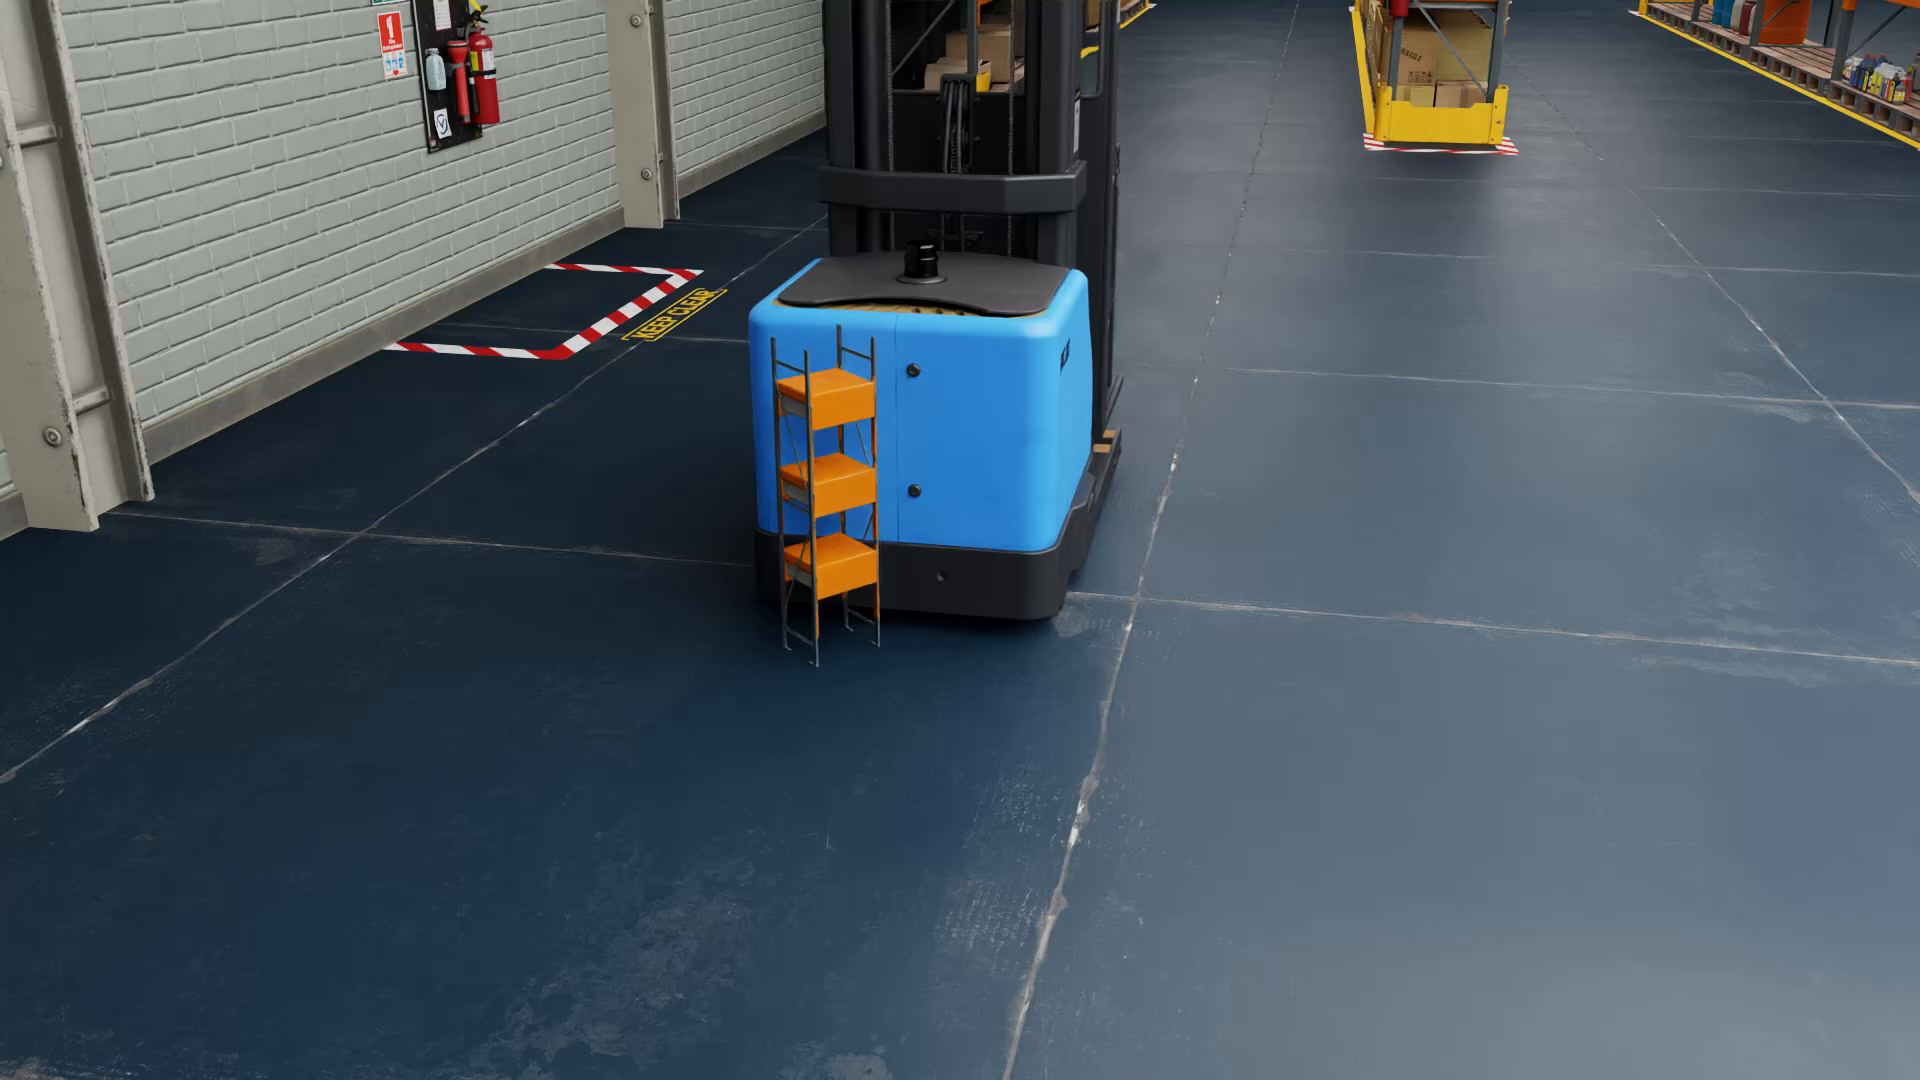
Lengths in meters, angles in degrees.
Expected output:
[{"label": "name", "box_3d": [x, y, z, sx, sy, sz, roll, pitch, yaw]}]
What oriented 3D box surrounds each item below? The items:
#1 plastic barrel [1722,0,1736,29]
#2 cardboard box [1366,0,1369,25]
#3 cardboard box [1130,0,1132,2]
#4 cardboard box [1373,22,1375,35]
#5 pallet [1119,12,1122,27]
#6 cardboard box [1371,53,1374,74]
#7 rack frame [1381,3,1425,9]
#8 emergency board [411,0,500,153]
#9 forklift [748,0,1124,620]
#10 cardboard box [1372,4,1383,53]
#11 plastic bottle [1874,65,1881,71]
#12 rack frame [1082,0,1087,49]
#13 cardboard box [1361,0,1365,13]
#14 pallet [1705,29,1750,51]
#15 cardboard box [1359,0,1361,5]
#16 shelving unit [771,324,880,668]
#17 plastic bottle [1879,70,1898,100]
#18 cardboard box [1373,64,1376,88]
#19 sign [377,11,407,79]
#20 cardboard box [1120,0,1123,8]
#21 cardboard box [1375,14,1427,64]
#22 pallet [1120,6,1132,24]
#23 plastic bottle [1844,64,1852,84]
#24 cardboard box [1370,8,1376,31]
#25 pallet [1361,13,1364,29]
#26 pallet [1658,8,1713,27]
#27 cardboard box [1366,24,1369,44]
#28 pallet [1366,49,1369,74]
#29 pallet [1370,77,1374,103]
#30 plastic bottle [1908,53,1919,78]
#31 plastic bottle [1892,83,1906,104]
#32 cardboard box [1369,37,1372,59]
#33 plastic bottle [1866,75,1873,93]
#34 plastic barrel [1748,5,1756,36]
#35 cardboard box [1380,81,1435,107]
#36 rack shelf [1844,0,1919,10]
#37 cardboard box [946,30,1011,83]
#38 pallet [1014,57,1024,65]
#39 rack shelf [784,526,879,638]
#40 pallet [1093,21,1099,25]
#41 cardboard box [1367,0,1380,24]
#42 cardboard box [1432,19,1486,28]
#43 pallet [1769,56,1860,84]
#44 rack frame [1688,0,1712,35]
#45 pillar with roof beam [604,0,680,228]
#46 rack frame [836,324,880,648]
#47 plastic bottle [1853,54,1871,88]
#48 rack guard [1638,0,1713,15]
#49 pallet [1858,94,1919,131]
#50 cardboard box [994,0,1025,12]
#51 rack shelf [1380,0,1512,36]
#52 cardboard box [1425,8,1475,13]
[{"label": "plastic barrel", "box_3d": [11.554, -7.972, 24.380, 0.600, 0.901, 0.708, 4, 22, 11]}, {"label": "cardboard box", "box_3d": [6.330, -7.909, 24.734, 0.500, 0.500, 0.500, 4, 22, 9]}, {"label": "cardboard box", "box_3d": [2.695, -9.830, 29.530, 0.700, 0.500, 0.500, 4, 22, 9]}, {"label": "cardboard box", "box_3d": [5.148, -6.010, 19.629, 0.500, 0.311, 0.500, 4, 22, 11]}, {"label": "pallet", "box_3d": [2.044, -8.381, 26.881, 1.003, 0.211, 1.213, 4, 22, 11]}, {"label": "cardboard box", "box_3d": [4.954, -5.433, 18.948, 0.500, 0.250, 0.500, 4, 22, 11]}, {"label": "rack frame", "box_3d": [5.346, -6.660, 18.876, 1.000, 3.000, 0.127, 4, 22, 11]}, {"label": "emergency board", "box_3d": [-2.791, -2.801, 9.292, 0.194, 1.169, 0.643, 4, 22, 11]}, {"label": "forklift", "box_3d": [0.084, -1.613, 6.435, 1.130, 2.935, 3.031, 4, 22, 10]}, {"label": "cardboard box", "box_3d": [4.944, -5.782, 18.809, 0.500, 0.500, 0.500, 4, 22, 11]}, {"label": "plastic bottle", "box_3d": [9.591, -4.831, 17.396, 0.097, 0.271, 0.097, 0, 22, 0]}, {"label": "rack frame", "box_3d": [1.312, -8.500, 23.443, 1.000, 3.000, 0.127, 4, 22, 11]}, {"label": "cardboard box", "box_3d": [6.817, -8.861, 27.097, 0.500, 0.500, 0.500, 4, 22, 11]}, {"label": "pallet", "box_3d": [11.381, -7.187, 23.917, 1.003, 0.211, 1.213, 4, 22, 11]}, {"label": "cardboard box", "box_3d": [7.202, -9.435, 28.856, 0.500, 0.250, 0.500, 4, 22, 11]}, {"label": "shelving unit", "box_3d": [-0.421, -0.133, 5.276, 0.252, 1.050, 0.215, -17, 28, -35]}, {"label": "plastic bottle", "box_3d": [9.430, -4.605, 16.830, 0.152, 0.276, 0.135, 4, 22, 9]}, {"label": "cardboard box", "box_3d": [4.644, -4.885, 17.586, 0.500, 0.250, 0.500, 4, 22, 11]}, {"label": "sign", "box_3d": [-3.004, -2.623, 8.803, 0.001, 0.329, 0.234, 4, 22, 11]}, {"label": "cardboard box", "box_3d": [2.381, -9.263, 28.123, 0.700, 0.500, 0.500, 5, 22, 12]}, {"label": "cardboard box", "box_3d": [4.641, -5.233, 17.447, 0.500, 0.500, 0.500, 4, 22, 11]}, {"label": "pallet", "box_3d": [2.360, -8.941, 28.272, 1.003, 0.211, 1.213, 4, 22, 11]}, {"label": "plastic bottle", "box_3d": [9.679, -5.067, 18.077, 0.097, 0.201, 0.097, 0, 22, 0]}, {"label": "cardboard box", "box_3d": [5.458, -6.566, 21.011, 0.500, 0.311, 0.500, 4, 22, 10]}, {"label": "pallet", "box_3d": [7.119, -8.544, 27.285, 1.003, 0.211, 1.213, 4, 22, 11]}, {"label": "pallet", "box_3d": [12.185, -8.633, 27.507, 1.003, 0.211, 1.213, 4, 22, 11]}, {"label": "cardboard box", "box_3d": [5.666, -6.690, 22.067, 0.500, 0.250, 0.500, 4, 22, 9]}, {"label": "pallet", "box_3d": [5.705, -6.087, 21.185, 1.003, 0.211, 1.213, 4, 22, 11]}, {"label": "pallet", "box_3d": [5.142, -5.079, 18.683, 1.003, 0.211, 1.213, 4, 22, 11]}, {"label": "plastic bottle", "box_3d": [10.204, -5.010, 17.736, 0.144, 0.351, 0.185, 4, 22, 11]}, {"label": "plastic bottle", "box_3d": [9.323, -4.430, 16.494, 0.097, 0.201, 0.097, 0, 22, 0]}, {"label": "cardboard box", "box_3d": [5.355, -6.126, 20.666, 0.500, 0.250, 0.500, 5, 22, 12]}, {"label": "plastic bottle", "box_3d": [9.504, -4.753, 17.297, 0.097, 0.201, 0.097, 0, 22, 0]}, {"label": "plastic barrel", "box_3d": [11.121, -7.179, 22.931, 0.421, 0.512, 0.421, 0, 22, 0]}, {"label": "cardboard box", "box_3d": [4.350, -4.336, 16.222, 0.500, 0.250, 0.500, 4, 22, 11]}, {"label": "rack shelf", "box_3d": [9.786, -5.216, 16.253, 1.077, 0.370, 4.000, 4, 22, 11]}, {"label": "cardboard box", "box_3d": [0.223, -5.338, 18.348, 0.700, 0.500, 0.500, 3, 22, 8]}, {"label": "pallet", "box_3d": [0.653, -6.028, 21.039, 1.003, 0.211, 1.213, 4, 22, 11]}, {"label": "rack shelf", "box_3d": [-0.422, 0.134, 5.386, 0.240, 0.259, 0.215, -17, 28, -35]}, {"label": "pallet", "box_3d": [1.797, -7.933, 25.770, 1.003, 0.211, 1.213, 4, 22, 11]}, {"label": "cardboard box", "box_3d": [5.767, -7.134, 22.419, 0.500, 0.311, 0.500, 5, 23, 13]}, {"label": "cardboard box", "box_3d": [5.046, -5.011, 16.895, 0.500, 0.500, 0.500, 4, 22, 11]}, {"label": "pallet", "box_3d": [10.563, -5.726, 20.288, 1.003, 0.211, 1.213, 4, 22, 11]}, {"label": "rack frame", "box_3d": [11.826, -9.207, 25.200, 1.000, 3.000, 0.127, 4, 22, 11]}, {"label": "pillar with roof beam", "box_3d": [1.965, -6.156, 9.593, 9.100, 9.000, 0.400, 4, 22, 11]}, {"label": "rack frame", "box_3d": [-0.325, -0.162, 5.346, 0.008, 1.050, 0.200, -17, 28, -35]}, {"label": "plastic bottle", "box_3d": [9.623, -4.993, 17.693, 0.144, 0.351, 0.185, 5, 22, 12]}, {"label": "rack guard", "box_3d": [12.635, -9.520, 29.323, 1.175, 0.500, 0.348, 4, 22, 11]}, {"label": "pallet", "box_3d": [9.769, -4.298, 16.743, 1.003, 0.211, 1.213, 4, 22, 11]}, {"label": "cardboard box", "box_3d": [0.716, -6.861, 21.127, 0.500, 0.250, 0.500, 4, 22, 10]}, {"label": "rack shelf", "box_3d": [4.938, -5.595, 17.194, 1.077, 0.370, 4.000, 4, 22, 11]}, {"label": "cardboard box", "box_3d": [5.352, -5.559, 18.257, 0.500, 0.500, 0.500, 4, 22, 11]}]
